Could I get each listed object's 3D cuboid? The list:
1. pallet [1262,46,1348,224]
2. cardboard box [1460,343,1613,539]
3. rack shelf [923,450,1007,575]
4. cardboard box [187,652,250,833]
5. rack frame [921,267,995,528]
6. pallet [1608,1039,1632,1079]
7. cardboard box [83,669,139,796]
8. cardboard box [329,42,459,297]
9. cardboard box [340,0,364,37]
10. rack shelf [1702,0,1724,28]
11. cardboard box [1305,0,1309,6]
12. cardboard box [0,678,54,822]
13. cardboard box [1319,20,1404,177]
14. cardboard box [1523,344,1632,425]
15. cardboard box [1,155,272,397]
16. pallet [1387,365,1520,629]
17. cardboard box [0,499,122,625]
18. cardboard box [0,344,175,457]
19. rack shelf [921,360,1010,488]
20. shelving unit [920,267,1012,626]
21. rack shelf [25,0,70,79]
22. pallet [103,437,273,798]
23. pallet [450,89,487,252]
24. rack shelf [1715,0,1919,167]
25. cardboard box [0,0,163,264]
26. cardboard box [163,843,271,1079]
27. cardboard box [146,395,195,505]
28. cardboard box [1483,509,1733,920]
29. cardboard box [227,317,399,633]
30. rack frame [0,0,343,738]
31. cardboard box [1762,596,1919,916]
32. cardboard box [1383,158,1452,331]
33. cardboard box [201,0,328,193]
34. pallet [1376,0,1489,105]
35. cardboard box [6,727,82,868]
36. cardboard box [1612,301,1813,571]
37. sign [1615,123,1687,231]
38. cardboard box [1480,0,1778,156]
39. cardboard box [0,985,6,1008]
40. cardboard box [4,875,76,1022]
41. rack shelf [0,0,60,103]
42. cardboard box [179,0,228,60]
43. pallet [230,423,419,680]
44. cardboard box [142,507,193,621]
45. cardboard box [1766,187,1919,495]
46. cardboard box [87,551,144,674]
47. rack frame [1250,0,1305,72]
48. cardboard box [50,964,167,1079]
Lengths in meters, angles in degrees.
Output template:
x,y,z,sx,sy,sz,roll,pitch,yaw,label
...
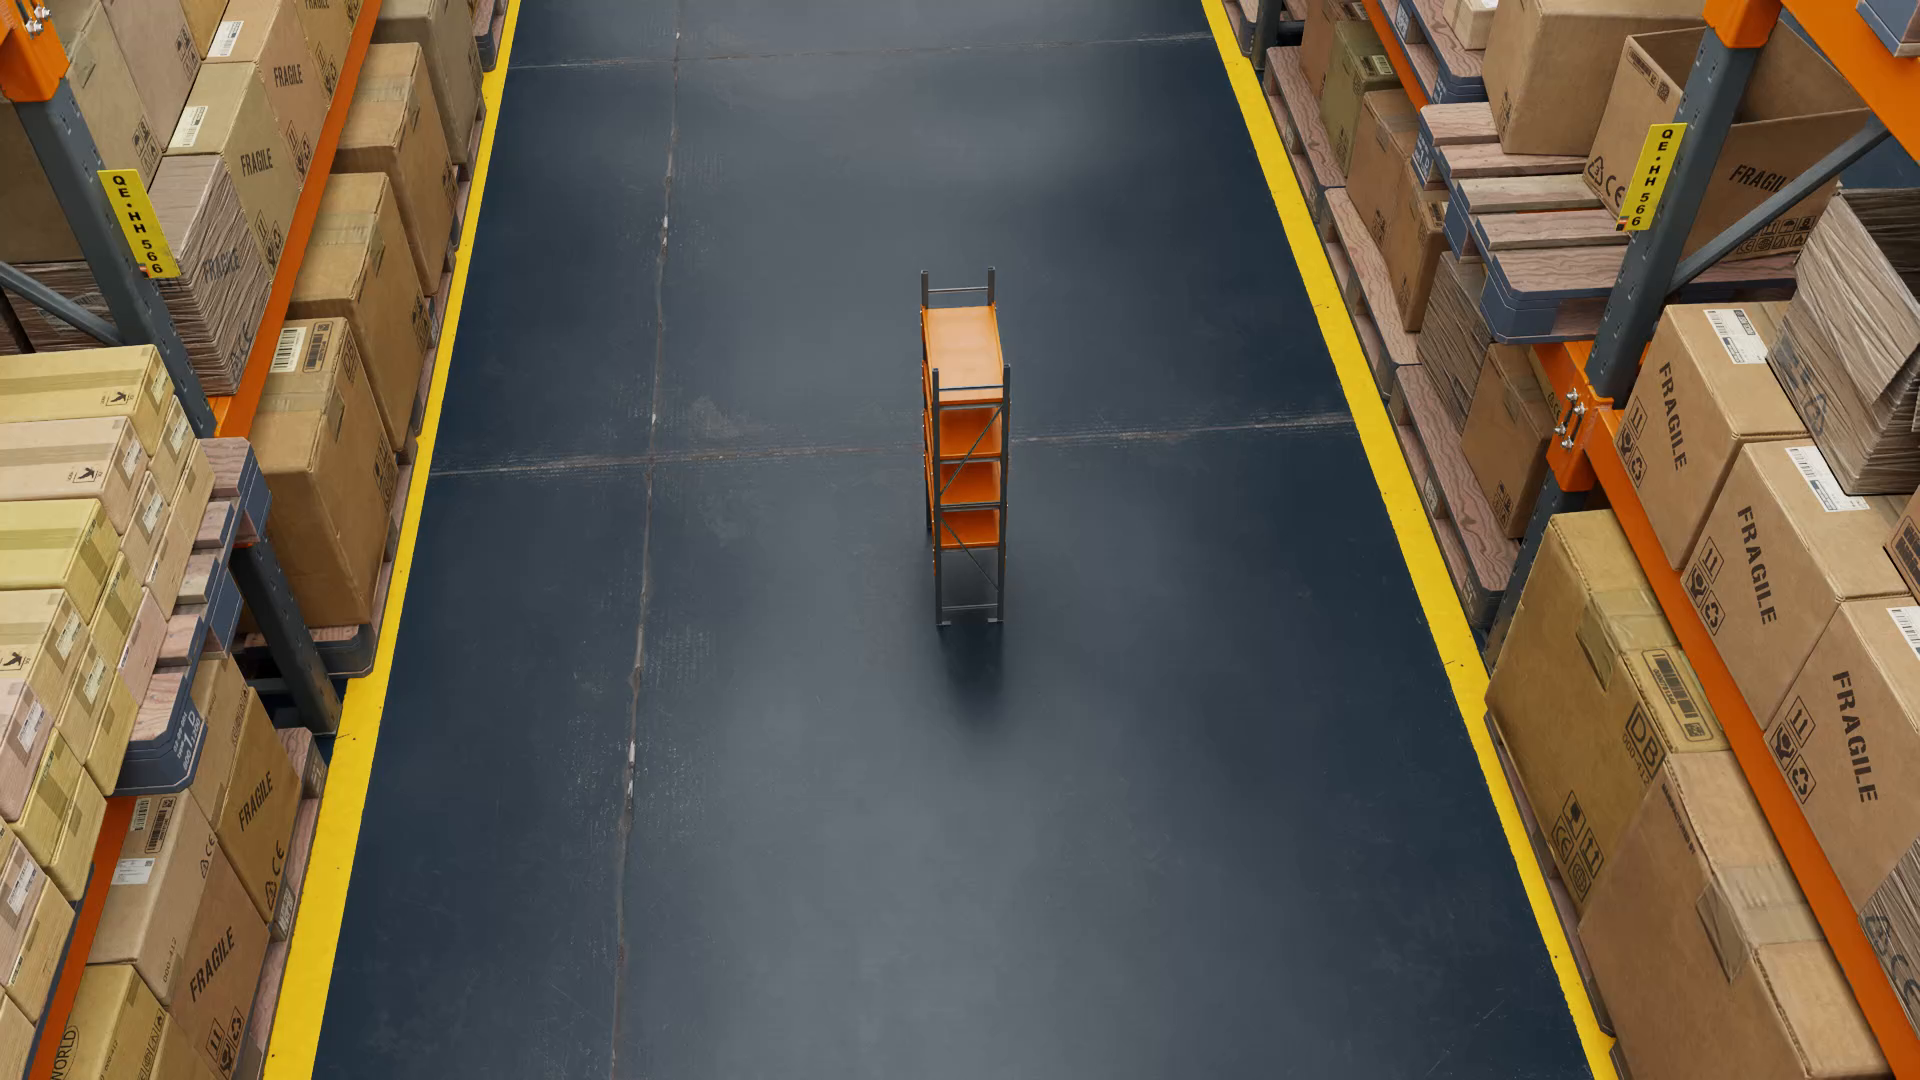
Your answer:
x,y,z,sx,sy,sz,roll,pitch,yaw,label
2.073,-1.983,7.982,1.003,0.211,1.213,-3,47,-3,pallet
2.265,-0.386,5.968,0.700,0.500,0.500,-6,47,-5,cardboard box
0.014,-0.110,5.894,0.258,0.148,0.480,-3,47,-3,rack shelf
-2.291,0.554,4.576,0.500,0.250,0.500,-4,47,-4,cardboard box
-0.007,-0.469,5.868,0.240,1.200,0.015,-3,47,-3,rack frame
2.431,1.804,4.396,1.003,0.211,1.213,-3,47,-3,pallet
-2.052,0.435,3.656,0.380,0.149,0.250,-4,47,-4,cardboard box
-2.726,-1.506,6.870,1.050,0.750,0.750,-3,47,-3,cardboard box
-2.550,-2.218,6.216,0.500,0.500,0.500,-3,47,-3,cardboard box
2.174,-2.842,5.305,1.077,0.370,4.000,-3,47,-3,rack shelf
2.013,-3.082,8.535,0.500,0.500,0.500,-5,47,-5,cardboard box
-2.031,0.421,3.260,0.380,0.149,0.250,-3,47,-3,cardboard box
2.058,-2.005,7.501,0.700,0.500,0.500,-4,47,-4,cardboard box
2.255,-0.643,5.696,0.500,0.250,0.500,-2,47,-2,cardboard box
-2.378,-0.758,4.833,0.500,0.500,0.500,-3,47,-3,cardboard box
2.277,-0.217,6.311,1.003,0.211,1.213,-3,47,-3,pallet
-2.071,0.053,3.608,0.380,0.149,0.250,-2,47,-2,cardboard box
-2.112,-0.318,3.960,0.380,0.149,0.250,-5,47,-5,cardboard box
0.014,-0.400,5.587,0.258,0.148,0.480,-3,47,-3,rack shelf
0.014,-0.293,5.701,0.258,1.200,0.503,-3,47,-3,shelving unit
-2.777,-2.614,5.089,1.077,0.370,4.000,-3,47,-3,rack shelf
-2.444,0.193,4.134,1.213,0.211,1.003,-3,47,-3,pallet
-2.805,-1.764,7.775,1.003,0.211,1.213,-3,47,-3,pallet
2.509,0.052,2.564,1.077,0.370,4.000,-3,47,-3,rack shelf
-2.637,-1.086,4.455,0.700,0.500,0.500,-4,47,-4,cardboard box
-2.254,1.169,4.510,0.500,0.500,0.500,-2,47,-2,cardboard box
-2.115,-0.213,4.065,0.380,0.149,0.250,-3,47,-2,cardboard box
2.378,0.476,4.907,1.225,0.875,0.875,-5,47,-5,cardboard box
-2.571,-0.199,5.633,1.050,0.750,0.750,-4,47,-4,cardboard box
-2.610,-0.382,4.546,1.000,3.000,0.127,-3,47,-3,rack frame
2.203,0.466,3.673,0.500,0.500,0.500,-4,47,-4,cardboard box
2.152,-1.196,6.736,0.700,0.500,0.500,0,47,0,cardboard box
-2.465,-1.491,5.527,0.500,0.500,0.500,-4,47,-3,cardboard box
2.135,-1.975,6.186,1.003,0.211,1.213,-3,47,-3,pallet
-2.027,0.531,3.360,0.380,0.149,0.250,-4,47,-4,cardboard box
2.111,-0.277,4.378,0.500,0.500,0.500,-2,47,-2,cardboard box
1.801,-0.942,4.333,0.100,0.325,0.005,-3,47,-3,sign
2.110,-1.576,5.318,0.700,0.500,0.500,3,47,3,cardboard box
-1.983,0.907,3.004,0.380,0.149,0.250,-4,47,-4,cardboard box
-2.008,0.817,3.294,0.380,0.149,0.250,-2,47,-2,cardboard box
-2.442,0.280,2.348,1.077,0.370,4.000,-3,47,-3,rack shelf
-2.726,-1.823,5.153,0.700,0.500,0.500,-4,47,-4,cardboard box
-2.601,0.001,6.103,1.003,0.211,1.213,-3,47,-3,pallet
-2.091,0.068,4.003,0.380,0.149,0.250,-4,47,-3,cardboard box
2.386,-0.460,3.860,0.797,0.503,0.637,-2,47,-2,cardboard box
-2.066,0.170,3.702,0.380,0.149,0.250,-2,47,-2,cardboard box
2.006,-3.505,7.503,1.000,3.000,0.127,-3,47,-3,rack frame
-2.211,1.287,3.881,0.500,0.250,0.500,-2,47,-2,cardboard box
